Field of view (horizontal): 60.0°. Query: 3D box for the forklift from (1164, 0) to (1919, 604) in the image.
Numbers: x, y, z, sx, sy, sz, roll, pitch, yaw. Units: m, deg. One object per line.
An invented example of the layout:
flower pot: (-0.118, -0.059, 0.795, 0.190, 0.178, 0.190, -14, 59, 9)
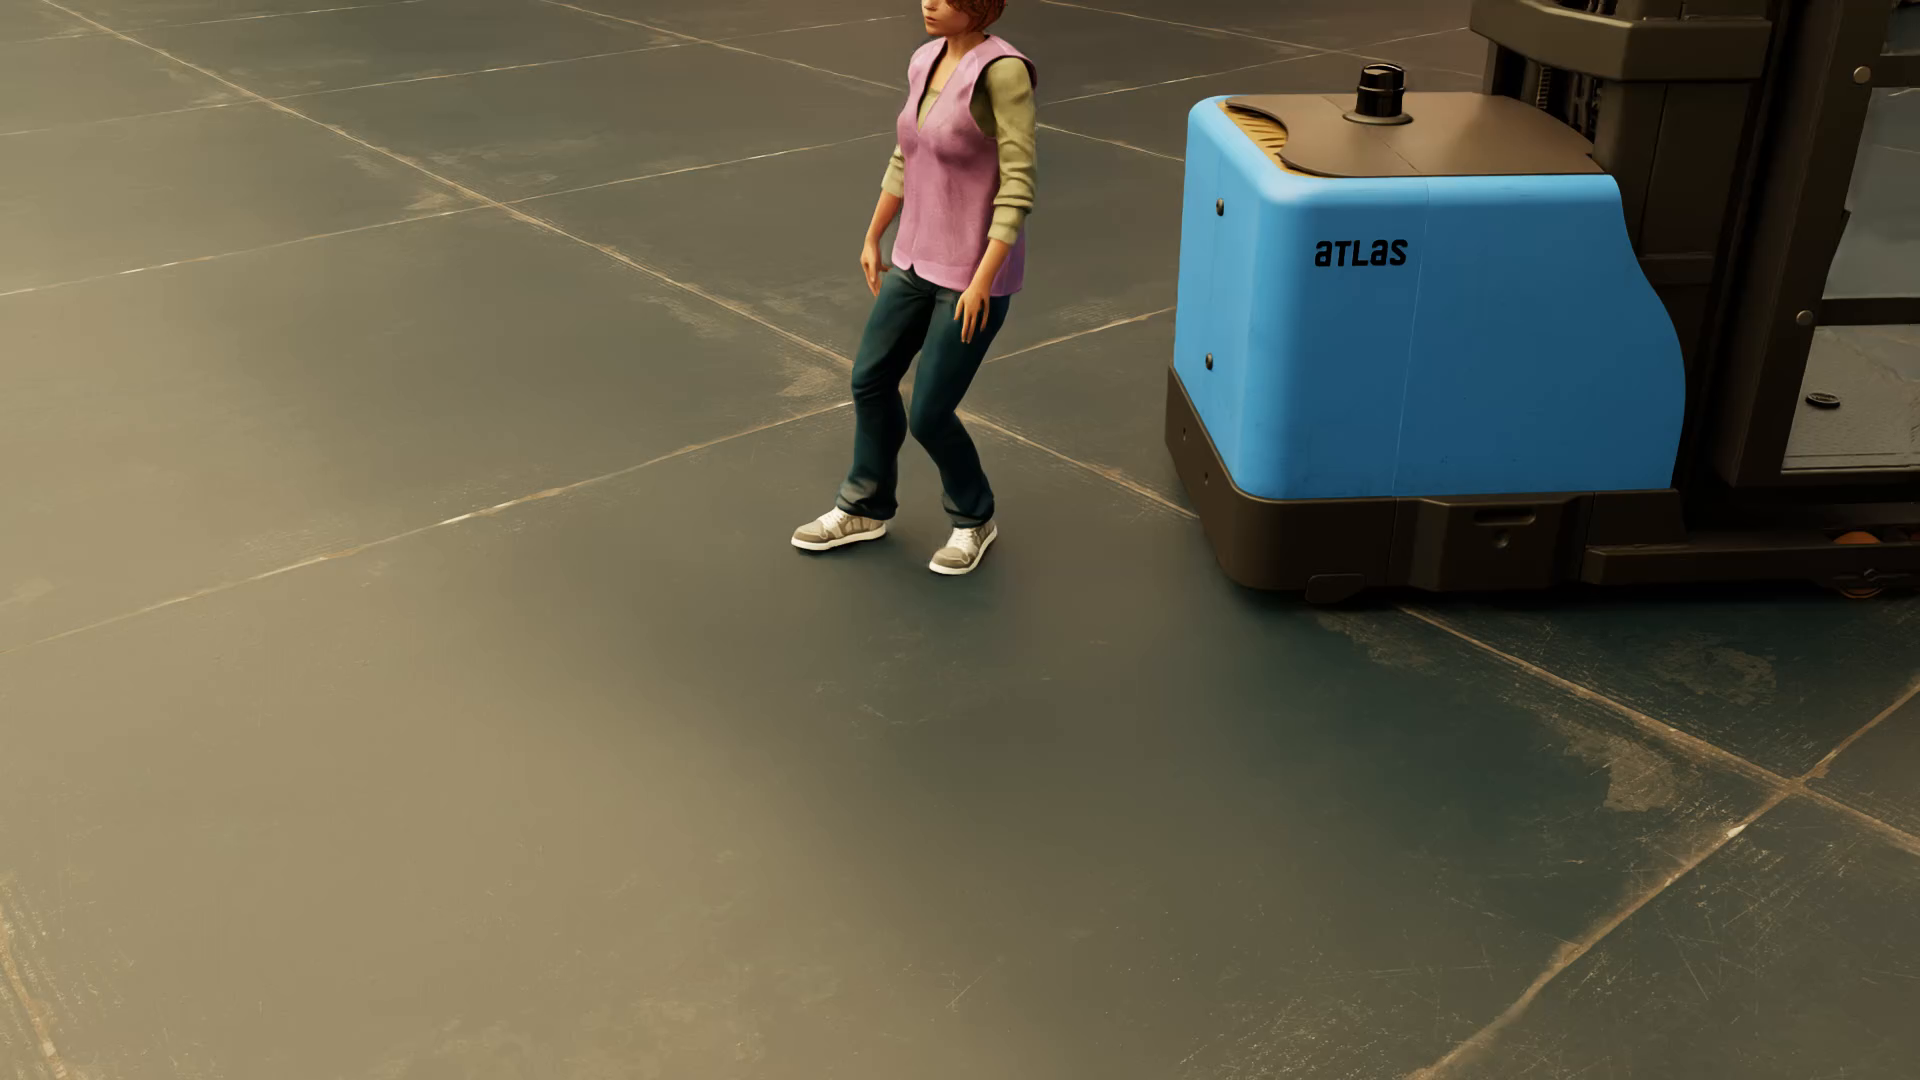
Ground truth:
forklift: (2.147, -1.399, 4.022, 3.031, 2.935, 1.130, -2, 26, -4)

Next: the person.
person: (-0.106, -0.637, 4.042, 0.500, 1.575, 0.568, -17, 31, -30)
